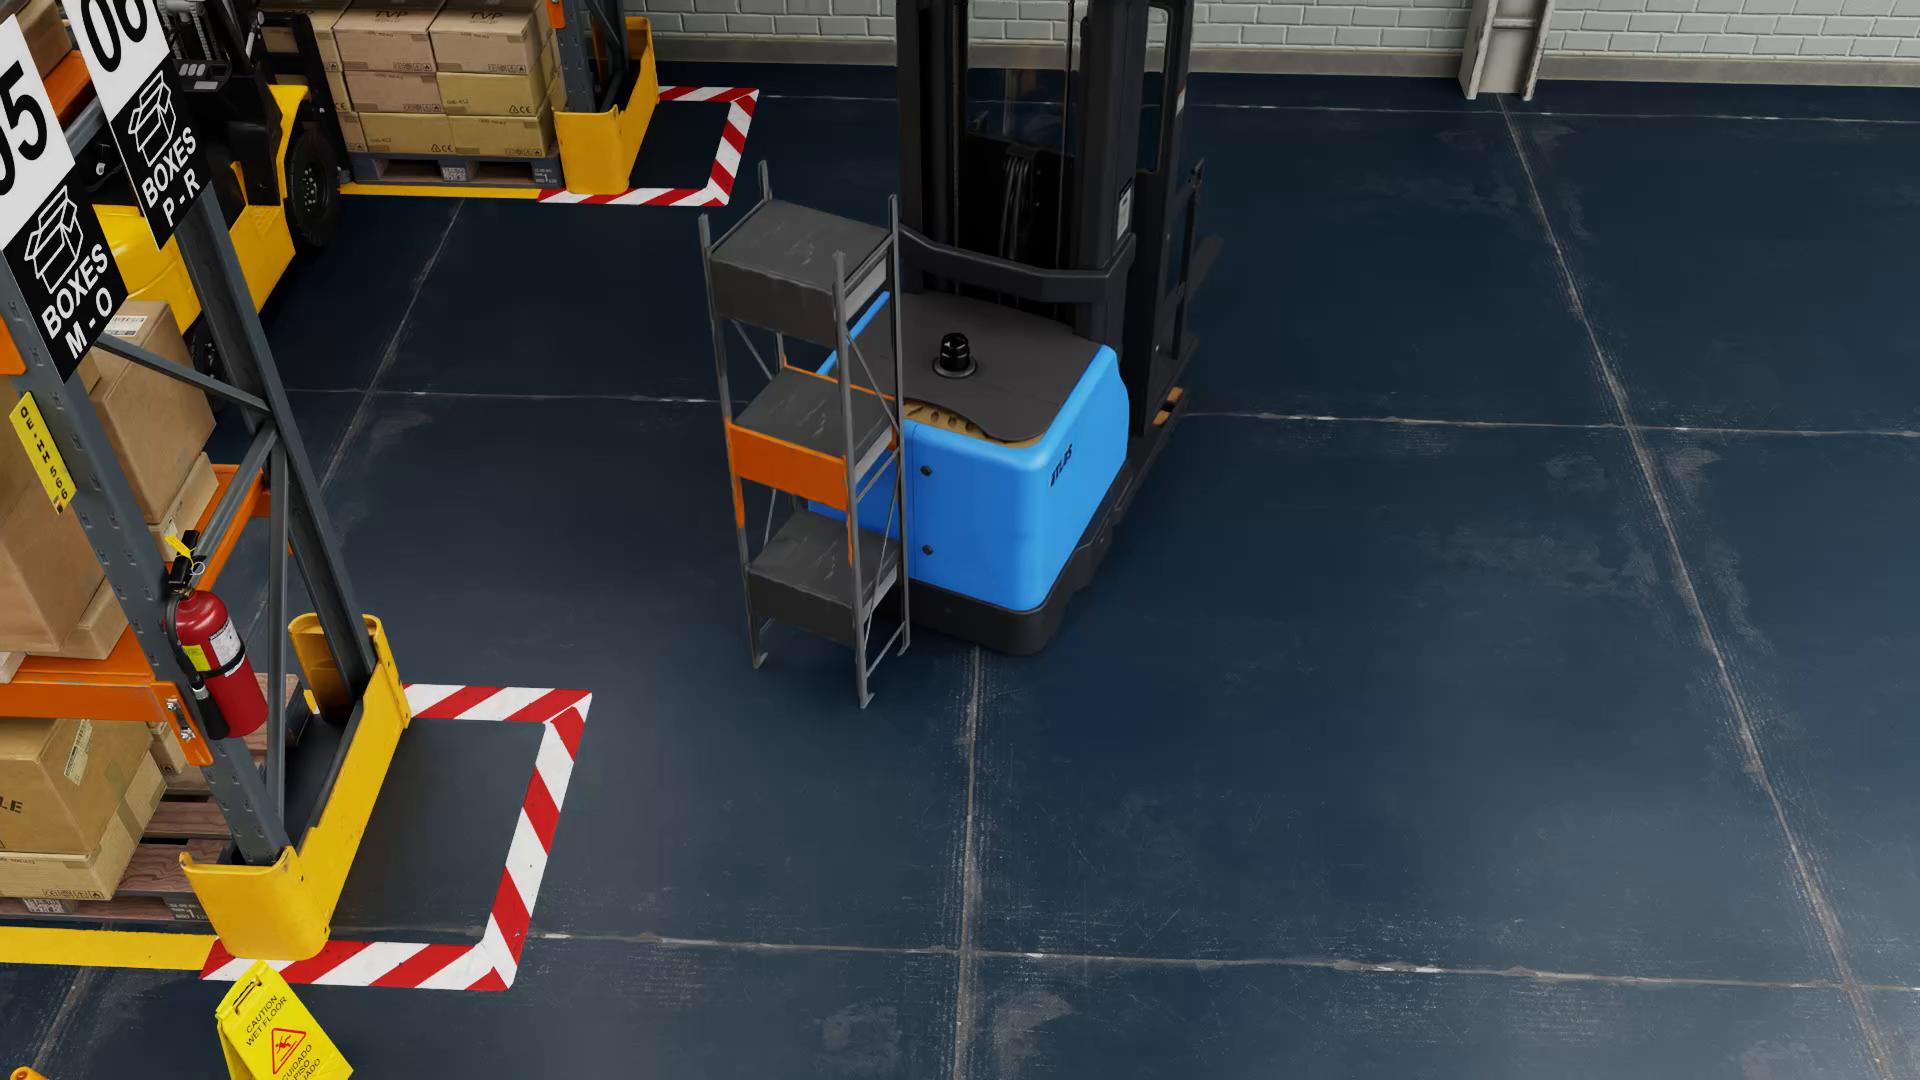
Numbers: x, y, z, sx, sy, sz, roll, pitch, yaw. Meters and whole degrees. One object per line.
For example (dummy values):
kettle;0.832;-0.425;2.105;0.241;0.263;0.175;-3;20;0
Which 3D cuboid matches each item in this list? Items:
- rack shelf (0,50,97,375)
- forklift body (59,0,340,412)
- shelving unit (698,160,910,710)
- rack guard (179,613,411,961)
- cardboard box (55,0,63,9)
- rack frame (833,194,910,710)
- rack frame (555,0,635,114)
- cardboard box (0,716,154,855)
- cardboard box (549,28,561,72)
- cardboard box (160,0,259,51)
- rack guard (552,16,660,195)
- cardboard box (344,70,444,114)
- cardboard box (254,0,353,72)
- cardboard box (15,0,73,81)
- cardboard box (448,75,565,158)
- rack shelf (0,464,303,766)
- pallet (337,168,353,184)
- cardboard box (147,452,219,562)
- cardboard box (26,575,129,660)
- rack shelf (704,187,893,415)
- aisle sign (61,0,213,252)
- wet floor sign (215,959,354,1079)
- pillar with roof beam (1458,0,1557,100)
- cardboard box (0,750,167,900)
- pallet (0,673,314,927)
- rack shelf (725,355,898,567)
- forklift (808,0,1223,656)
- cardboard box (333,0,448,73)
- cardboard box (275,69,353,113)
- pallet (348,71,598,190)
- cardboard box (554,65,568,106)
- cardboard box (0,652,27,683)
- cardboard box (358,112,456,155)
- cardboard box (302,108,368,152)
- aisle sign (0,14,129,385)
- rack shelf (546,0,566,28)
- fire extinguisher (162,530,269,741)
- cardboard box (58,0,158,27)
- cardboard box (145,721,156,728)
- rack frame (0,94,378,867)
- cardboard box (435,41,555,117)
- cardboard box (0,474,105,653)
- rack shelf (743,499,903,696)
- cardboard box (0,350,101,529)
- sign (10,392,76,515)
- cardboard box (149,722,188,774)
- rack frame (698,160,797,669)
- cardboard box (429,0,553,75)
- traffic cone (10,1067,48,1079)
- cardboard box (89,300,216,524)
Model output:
rack shelf;-4.266;-0.950;4.396;4.000;0.370;1.077;2;43;2
forklift body;-4.025;-1.940;7.754;1.214;2.155;2.313;2;43;2
shelving unit;-0.517;-0.299;6.030;0.503;2.100;0.431;18;46;19
rack guard;-2.344;0.858;5.962;0.348;0.500;1.175;2;43;2
cardboard box;-5.065;-2.819;9.052;0.500;0.250;0.500;2;43;2
rack frame;-0.297;-0.226;5.952;0.015;2.100;0.400;18;46;19
rack frame;-2.049;-3.434;8.736;0.127;3.000;1.000;2;43;2
cardboard box;-3.081;0.677;5.482;0.500;0.500;0.500;2;43;2
cardboard box;-2.509;-2.921;9.527;0.500;0.250;0.500;2;43;3
cardboard box;-4.043;-2.791;9.021;0.500;0.250;0.500;1;43;1
rack guard;-2.025;-2.519;9.587;0.348;0.500;1.175;2;43;2
cardboard box;-3.049;-2.590;9.172;0.500;0.250;0.500;1;43;1
cardboard box;-3.538;-2.770;8.998;0.500;0.250;0.500;2;43;2
cardboard box;-2.585;-1.291;4.419;0.250;0.149;0.380;2;43;2
cardboard box;-2.532;-2.381;9.315;0.500;0.250;0.500;2;43;2
rack shelf;-4.266;0.148;5.419;4.000;0.370;1.077;2;43;2
pallet;-4.030;-2.448;9.723;1.213;0.211;1.003;2;43;2
cardboard box;-2.598;-0.114;5.356;0.250;0.149;0.380;2;43;2
cardboard box;-2.652;0.172;5.049;0.250;0.149;0.380;3;43;3
rack shelf;-0.517;-0.801;5.562;0.480;0.518;0.431;18;46;19
aisle sign;-2.193;-1.215;4.446;0.004;0.787;0.394;2;43;2
wet floor sign;-2.127;1.542;5.122;0.232;0.644;0.267;16;45;16
pillar with roof beam;3.096;-3.149;4.028;0.400;9.000;9.100;2;43;2
cardboard box;-3.112;0.956;5.733;0.500;0.250;0.500;2;43;2
pallet;-3.154;0.915;6.113;1.213;0.211;1.003;2;43;2
rack shelf;-0.517;-0.289;6.039;0.480;0.518;0.431;18;46;19
forklift;0.434;-1.622;6.841;1.130;2.935;3.031;17;46;17
cardboard box;-3.033;-2.761;8.989;0.500;0.250;0.500;2;43;3
cardboard box;-3.566;-2.591;9.173;0.500;0.250;0.500;1;43;1
pallet;-2.814;-2.409;9.681;1.213;0.211;1.003;2;43;2
cardboard box;-2.530;-2.730;9.689;0.500;0.250;0.500;2;43;2
cardboard box;-2.910;0.240;4.976;0.250;0.149;0.380;1;43;1
cardboard box;-3.029;-2.403;9.338;0.500;0.250;0.500;2;43;2
cardboard box;-3.528;-2.424;9.361;0.500;0.250;0.500;2;43;2
aisle sign;-2.220;-0.806;4.008;0.004;0.787;0.394;2;43;2
rack shelf;-4.047;-3.233;9.047;4.000;0.370;1.077;2;43;2
fire extinguisher;-2.175;0.291;4.793;0.183;0.674;0.296;2;43;2
cardboard box;-4.567;-2.812;9.044;0.500;0.250;0.500;3;43;3
cardboard box;-3.086;0.310;5.875;0.500;0.500;0.500;0;43;0
rack frame;-2.268;-0.054;5.108;0.127;3.000;1.000;2;43;2
cardboard box;-2.549;-2.567;9.147;0.500;0.250;0.500;1;43;1
cardboard box;-2.823;-0.029;4.789;0.500;0.500;0.500;1;43;1
rack shelf;-0.517;0.224;6.516;0.480;0.518;0.431;18;46;19
cardboard box;-2.789;-0.433;4.489;0.500;0.500;0.700;1;43;1
sign;-2.313;-0.216;4.200;0.005;0.325;0.100;2;43;2
cardboard box;-3.062;0.585;6.130;0.500;0.250;0.500;1;43;2
rack frame;-0.736;-0.371;6.108;0.015;2.100;0.400;18;46;19
cardboard box;-2.523;-2.750;8.976;0.500;0.250;0.500;3;43;3
traffic cone;-2.756;1.739;5.044;0.334;0.463;0.336;2;43;2
cardboard box;-2.729;-0.403;5.191;0.500;0.500;0.500;1;43;1
